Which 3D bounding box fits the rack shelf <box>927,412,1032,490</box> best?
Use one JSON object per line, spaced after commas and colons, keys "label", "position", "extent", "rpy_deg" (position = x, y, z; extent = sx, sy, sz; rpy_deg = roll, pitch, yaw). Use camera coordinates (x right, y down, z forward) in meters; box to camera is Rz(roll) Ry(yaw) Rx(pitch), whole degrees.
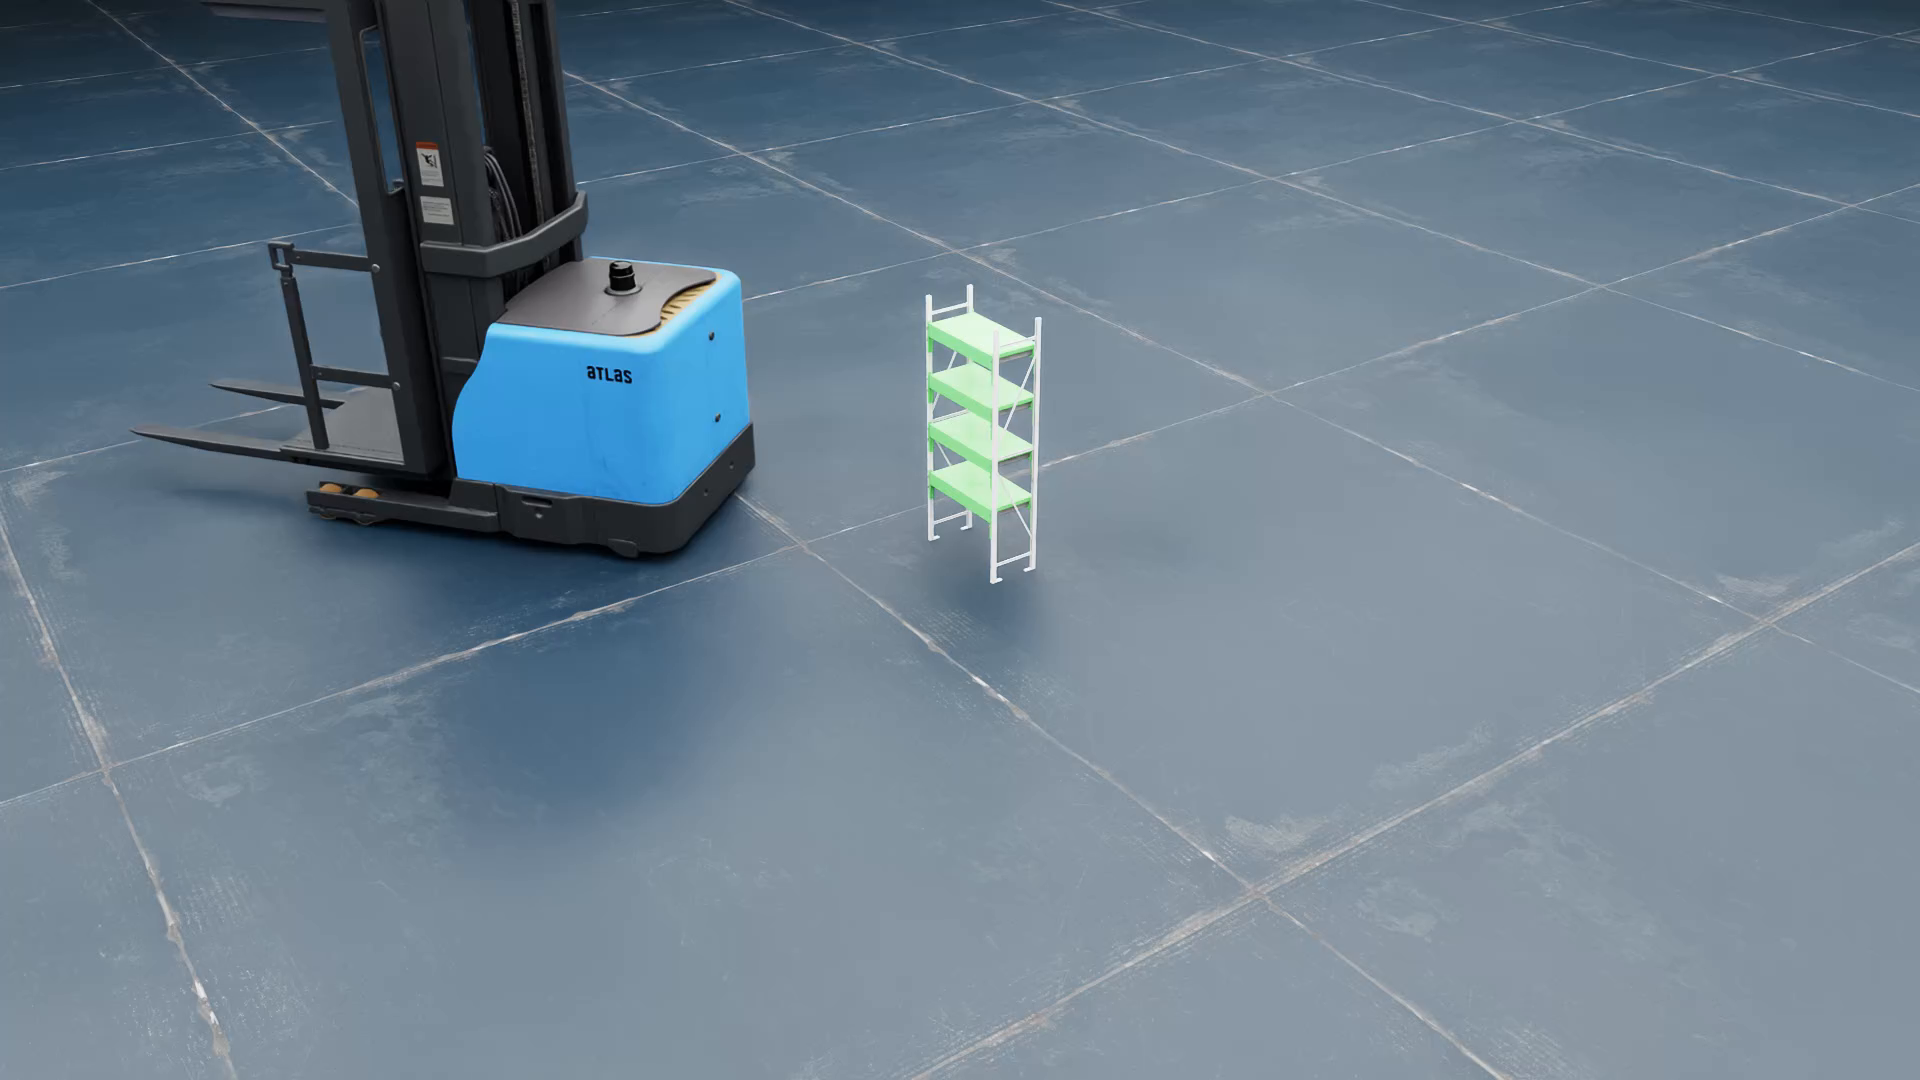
{"label": "rack shelf", "position": [0.096, -0.407, 7.376], "extent": [0.258, 0.148, 0.480], "rpy_deg": [-19, 34, -31]}

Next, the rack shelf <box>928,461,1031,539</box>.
{"label": "rack shelf", "position": [0.096, -0.196, 7.490], "extent": [0.258, 0.148, 0.480], "rpy_deg": [-19, 34, -31]}

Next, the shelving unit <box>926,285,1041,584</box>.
{"label": "shelving unit", "position": [0.096, -0.463, 7.345], "extent": [0.258, 1.200, 0.503], "rpy_deg": [-19, 34, -31]}

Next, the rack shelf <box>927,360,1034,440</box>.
{"label": "rack shelf", "position": [0.096, -0.618, 7.261], "extent": [0.258, 0.148, 0.480], "rpy_deg": [-19, 34, -31]}

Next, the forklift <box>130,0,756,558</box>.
{"label": "forklift", "position": [-2.595, -1.593, 7.612], "extent": [3.031, 2.935, 1.130], "rpy_deg": [8, 29, 14]}

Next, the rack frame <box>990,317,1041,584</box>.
{"label": "rack frame", "position": [0.238, -0.368, 7.170], "extent": [0.240, 1.200, 0.015], "rpy_deg": [-19, 34, -31]}

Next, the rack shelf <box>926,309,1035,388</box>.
{"label": "rack shelf", "position": [0.096, -0.829, 7.147], "extent": [0.258, 0.148, 0.480], "rpy_deg": [-19, 34, -31]}

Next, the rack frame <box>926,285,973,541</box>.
{"label": "rack frame", "position": [-0.046, -0.558, 7.520], "extent": [0.240, 1.200, 0.015], "rpy_deg": [-19, 34, -31]}
